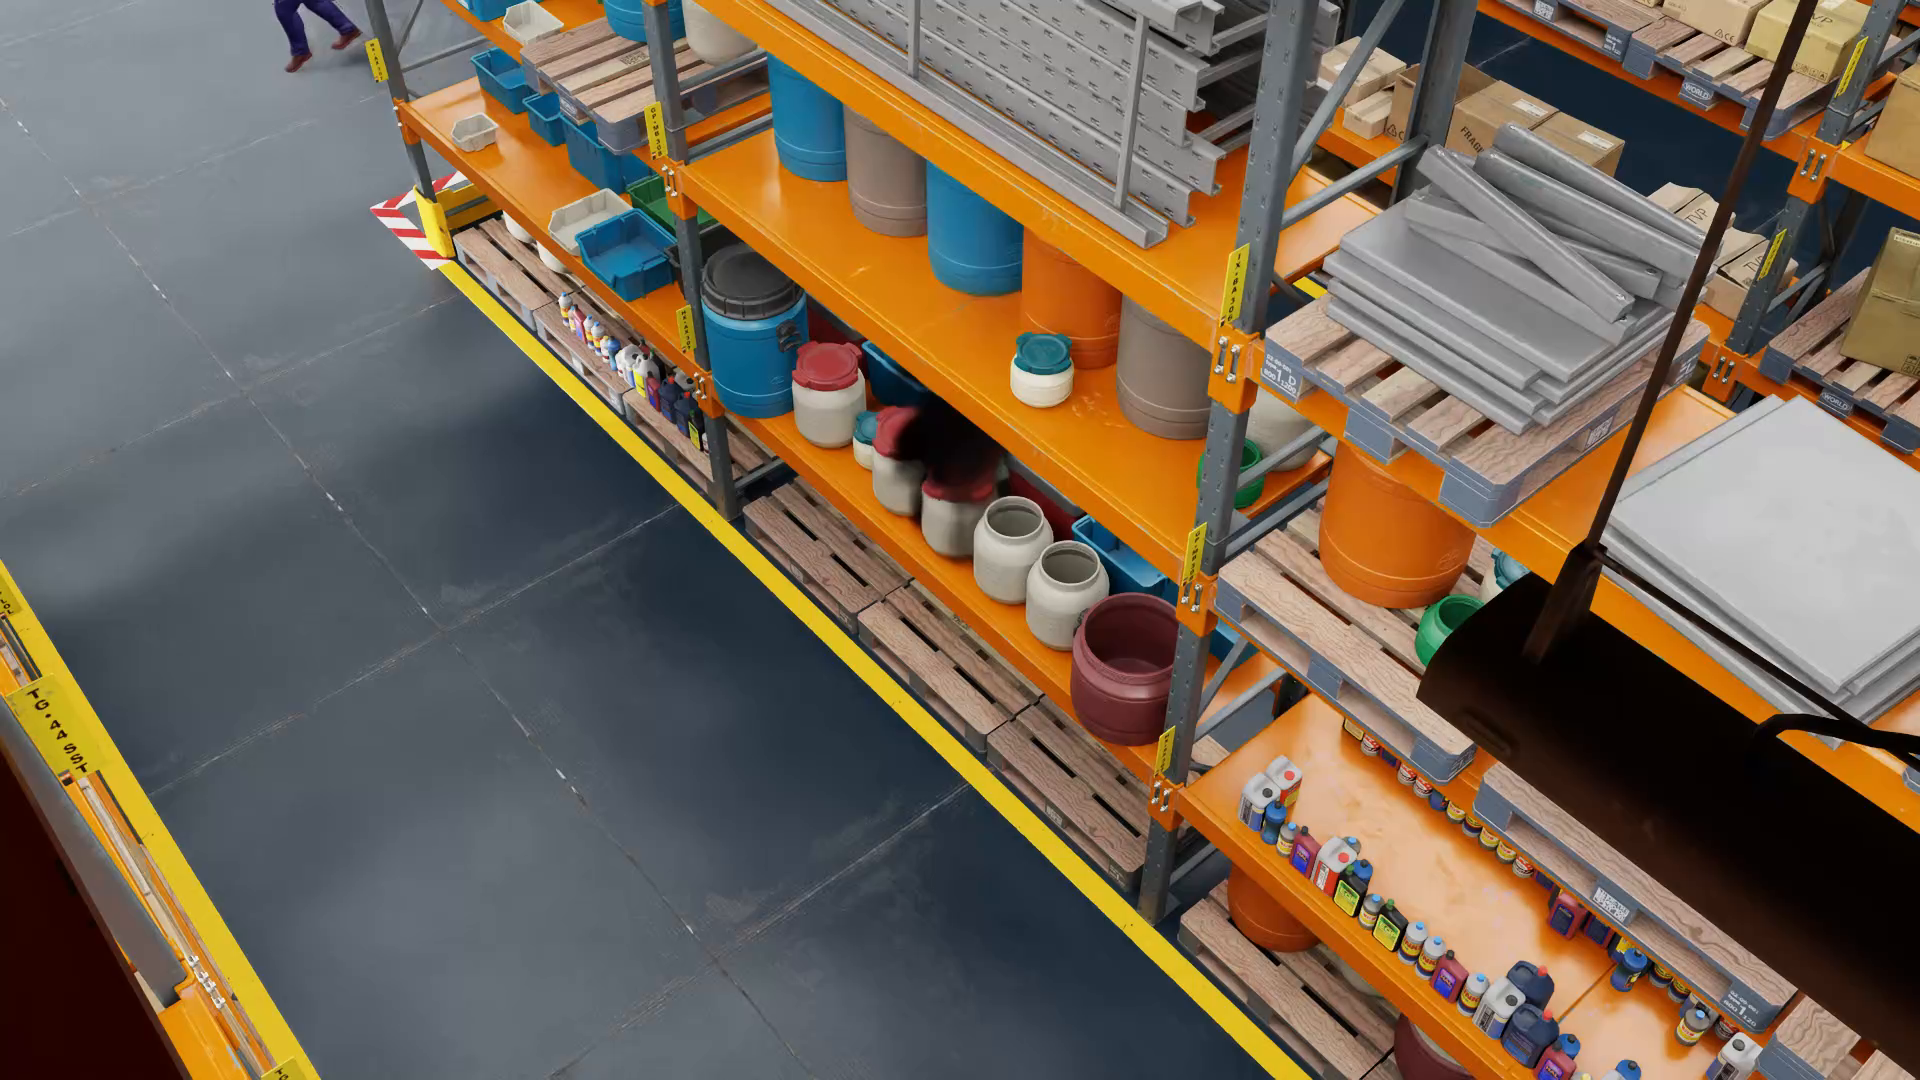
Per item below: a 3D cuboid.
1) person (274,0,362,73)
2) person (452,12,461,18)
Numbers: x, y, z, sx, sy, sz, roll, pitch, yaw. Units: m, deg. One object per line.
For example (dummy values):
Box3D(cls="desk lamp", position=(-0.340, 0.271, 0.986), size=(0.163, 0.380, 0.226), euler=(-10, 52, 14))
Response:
Box3D(cls="person", position=(-5.784, -4.957, 14.558), size=(0.735, 1.687, 0.588), euler=(-14, 48, -13))
Box3D(cls="person", position=(-4.316, -5.672, 15.144), size=(0.993, 1.820, 0.661), euler=(-11, 48, -10))
